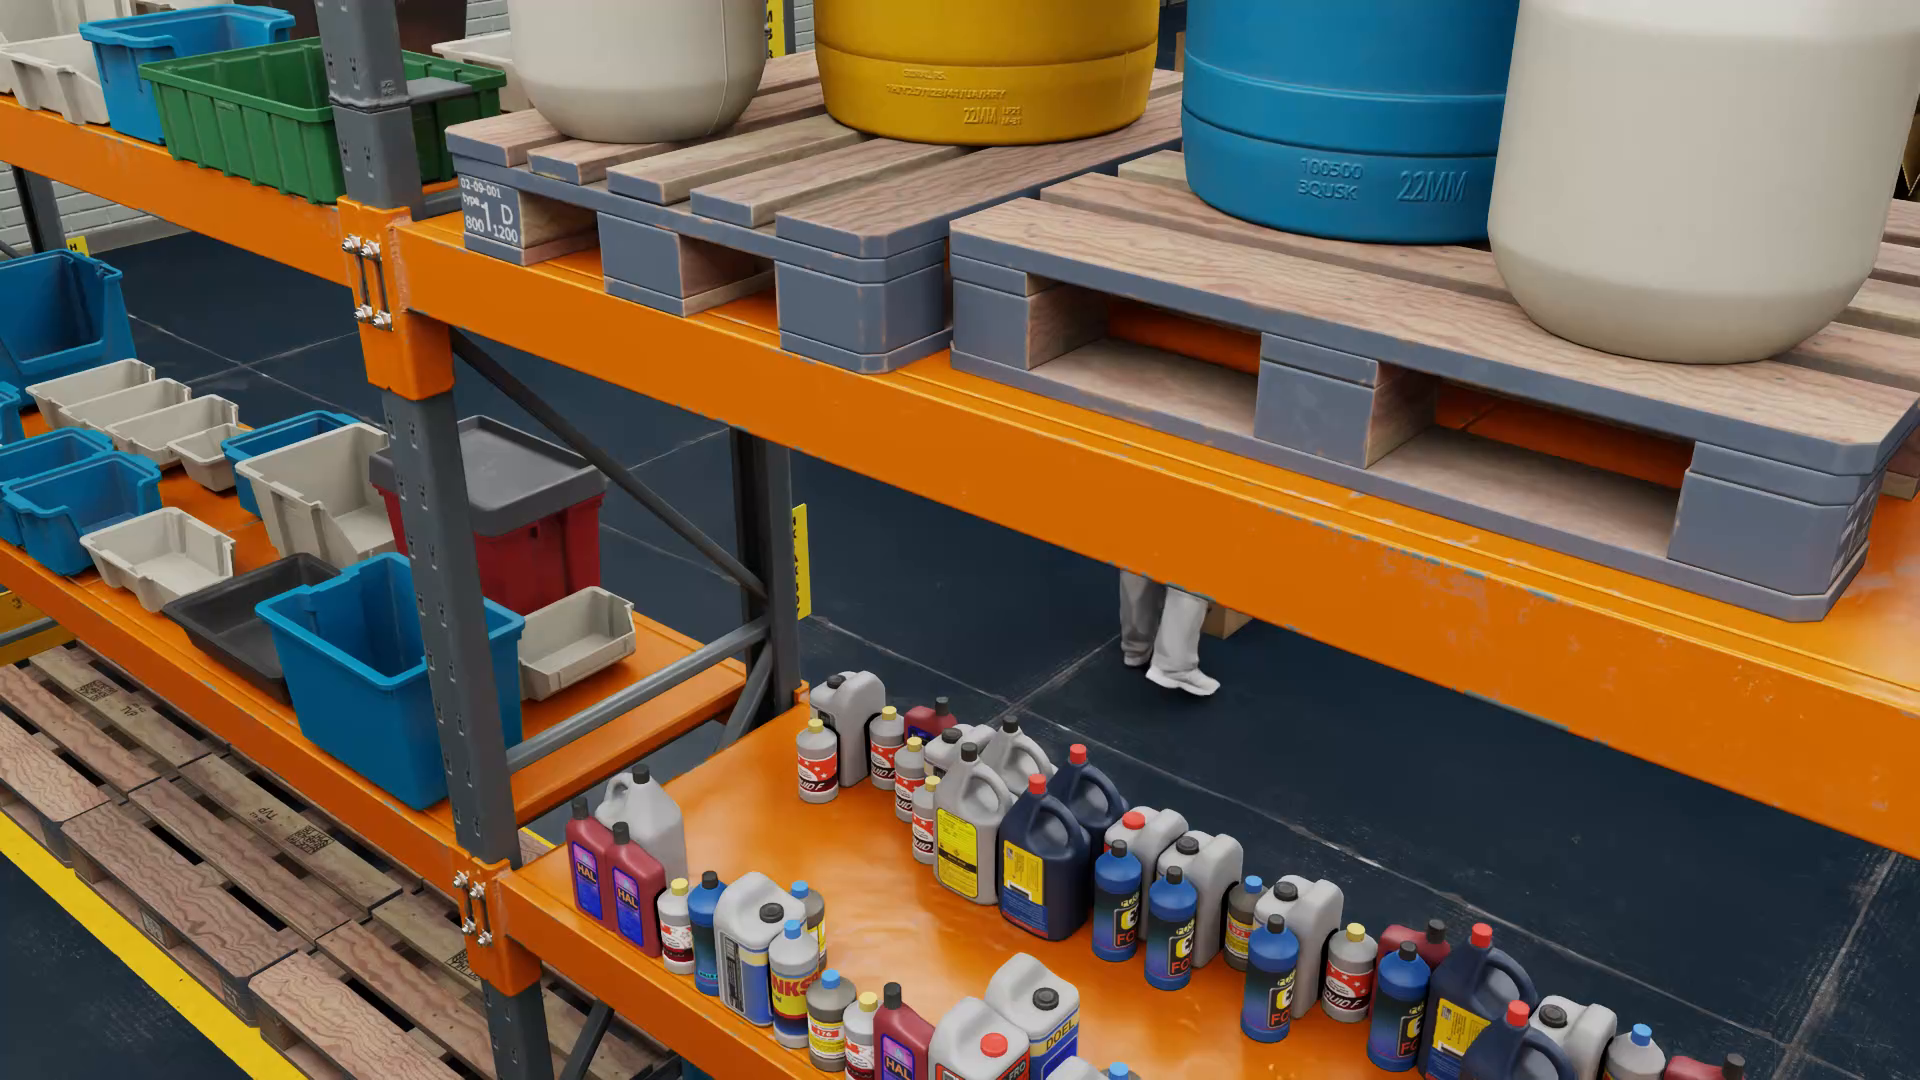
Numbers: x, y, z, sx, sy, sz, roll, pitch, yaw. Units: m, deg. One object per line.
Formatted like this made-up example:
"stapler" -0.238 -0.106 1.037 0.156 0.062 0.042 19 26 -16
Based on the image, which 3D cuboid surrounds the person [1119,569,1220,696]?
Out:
"person" 0.834 -0.260 6.662 0.627 1.829 0.514 20 33 34
